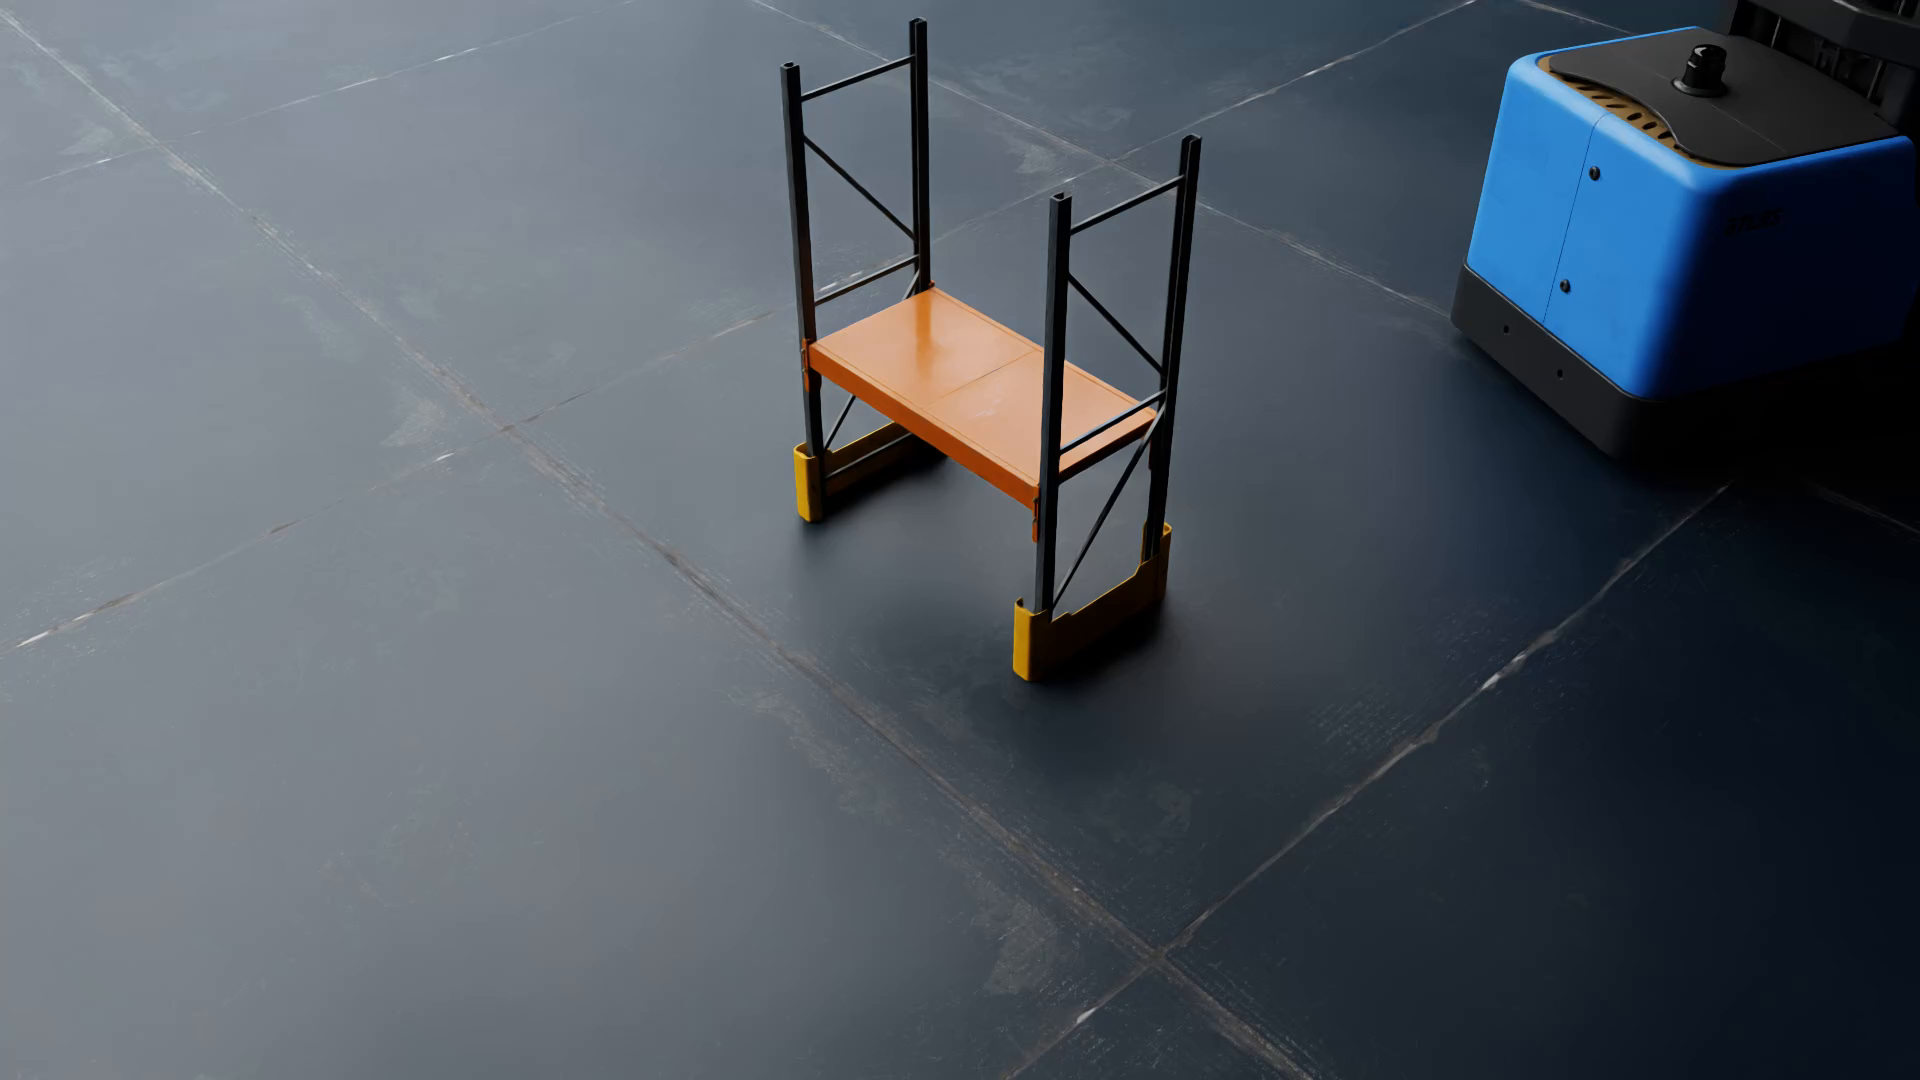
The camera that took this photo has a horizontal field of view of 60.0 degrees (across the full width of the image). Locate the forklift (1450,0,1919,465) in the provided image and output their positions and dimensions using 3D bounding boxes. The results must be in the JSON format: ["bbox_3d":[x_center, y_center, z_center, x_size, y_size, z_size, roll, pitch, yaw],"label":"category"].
[{"bbox_3d":[3.382,-1.970,5.356,3.031,2.935,1.130,-14,41,-16],"label":"forklift"}]

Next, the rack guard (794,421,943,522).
[{"bbox_3d":[-0.285,-0.292,5.413,0.587,0.250,0.087,-30,48,-32],"label":"rack guard"}]

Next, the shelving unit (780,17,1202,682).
[{"bbox_3d":[0.052,-0.548,4.735,0.587,1.500,1.083,-30,48,-32],"label":"shelving unit"}]

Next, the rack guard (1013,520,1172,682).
[{"bbox_3d":[0.388,0.169,4.842,0.587,0.250,0.087,-30,48,-32],"label":"rack guard"}]

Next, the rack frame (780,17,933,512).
[{"bbox_3d":[-0.286,-0.779,5.021,0.500,1.500,0.032,-30,48,-32],"label":"rack frame"}]

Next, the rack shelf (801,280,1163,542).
[{"bbox_3d":[0.058,-0.404,4.843,0.538,0.185,1.000,-30,48,-32],"label":"rack shelf"}]

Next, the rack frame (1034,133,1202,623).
[{"bbox_3d":[0.402,-0.309,4.439,0.500,1.500,0.032,-30,48,-32],"label":"rack frame"}]
